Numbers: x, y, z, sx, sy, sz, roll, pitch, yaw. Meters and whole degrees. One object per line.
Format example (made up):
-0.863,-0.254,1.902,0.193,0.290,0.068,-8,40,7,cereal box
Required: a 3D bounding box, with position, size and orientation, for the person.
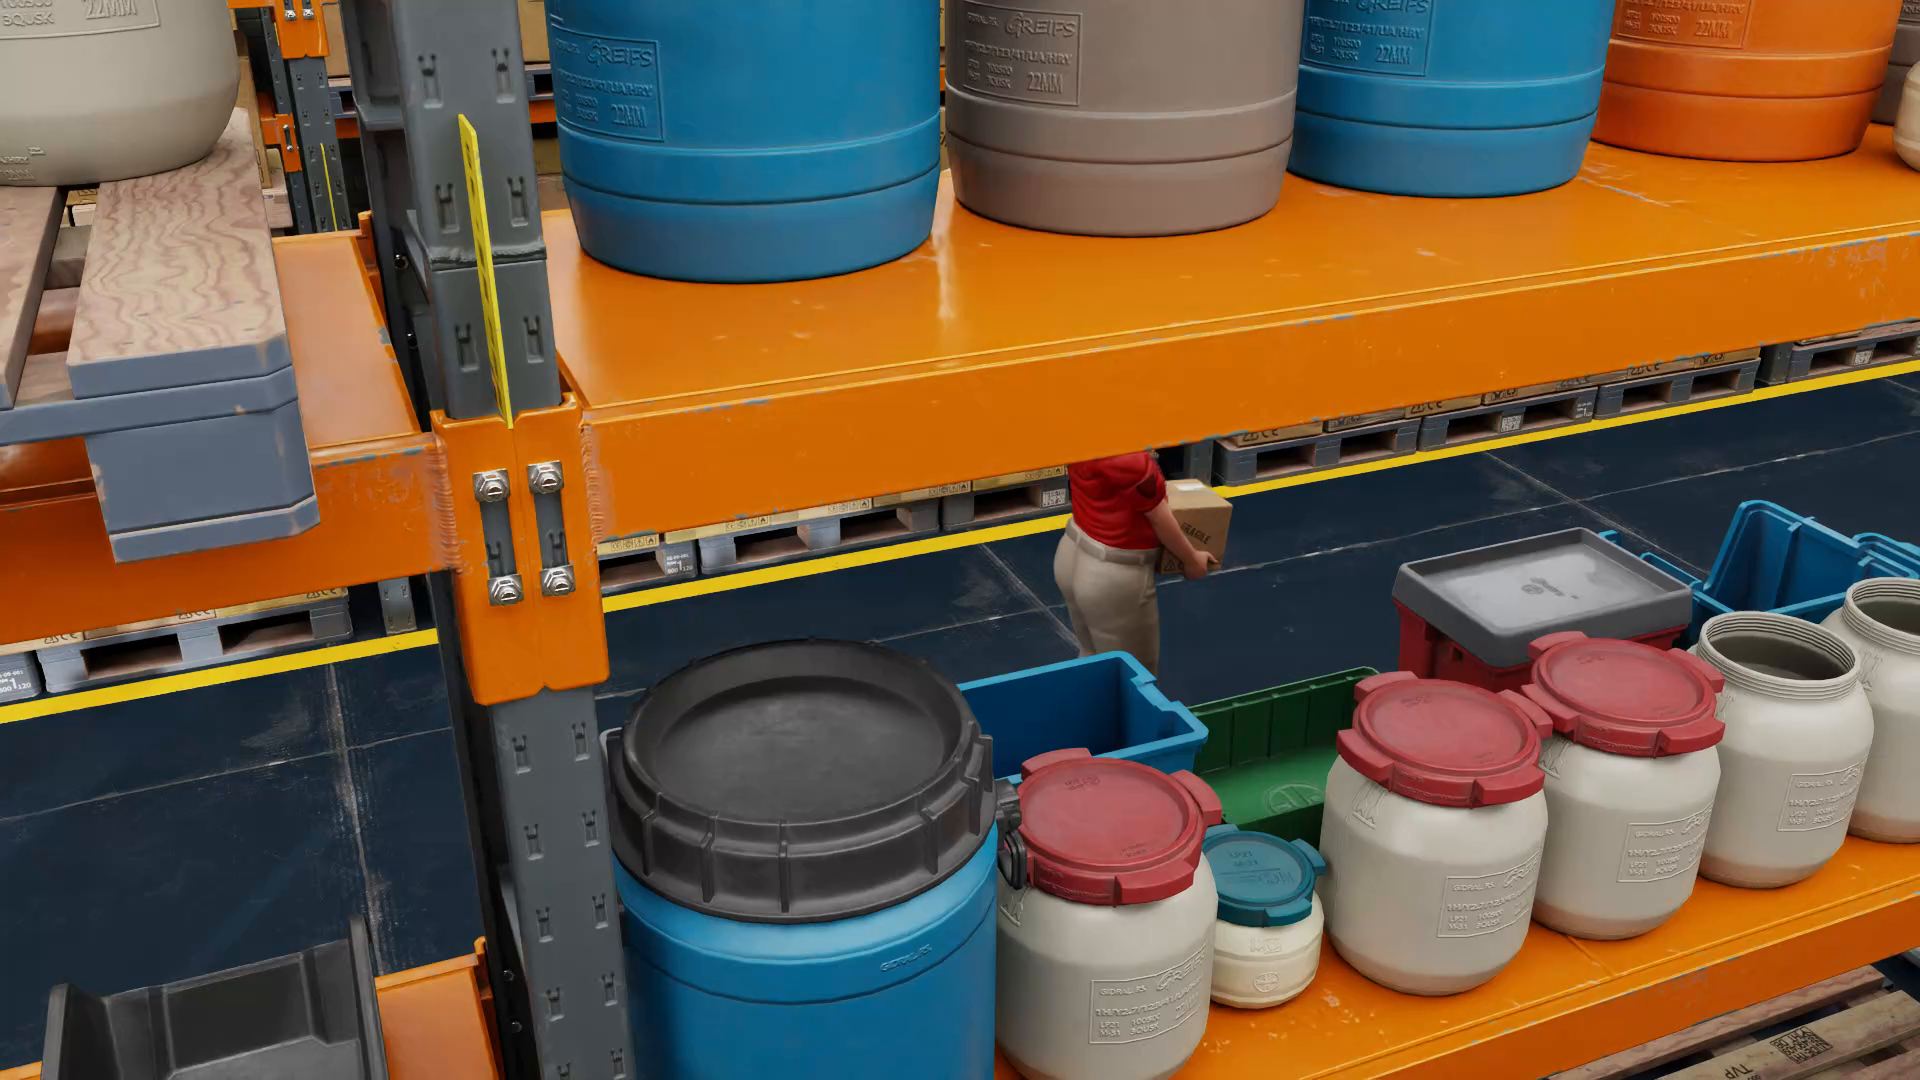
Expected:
0.607,0.107,5.921,0.533,1.722,0.491,-10,28,-20,person
